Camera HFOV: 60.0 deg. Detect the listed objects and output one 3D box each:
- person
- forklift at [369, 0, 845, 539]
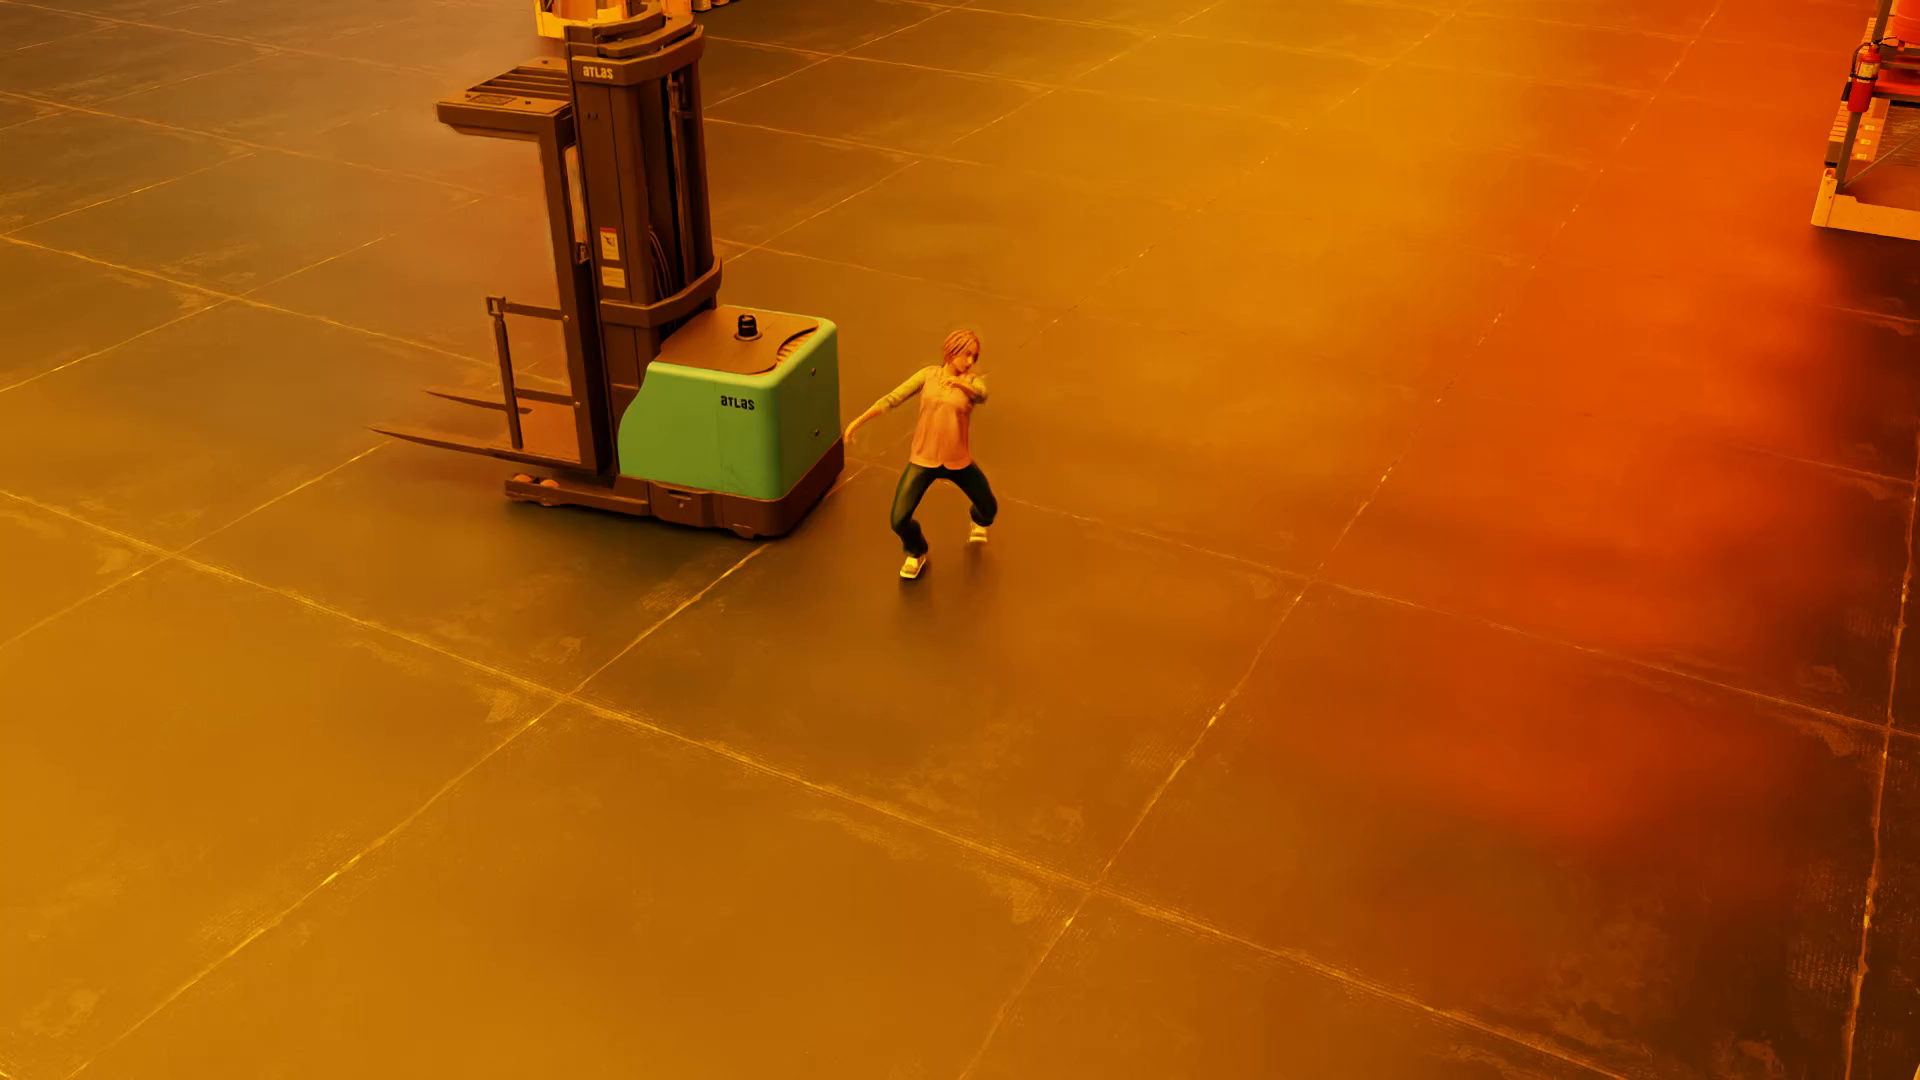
[{"bbox_3d":[-0.206,-0.422,9.341,0.892,1.380,0.710,-5,30,-8],"label":"person"},{"bbox_3d":[-2.313,-1.714,10.040,3.031,2.935,1.130,10,31,17],"label":"forklift"}]
